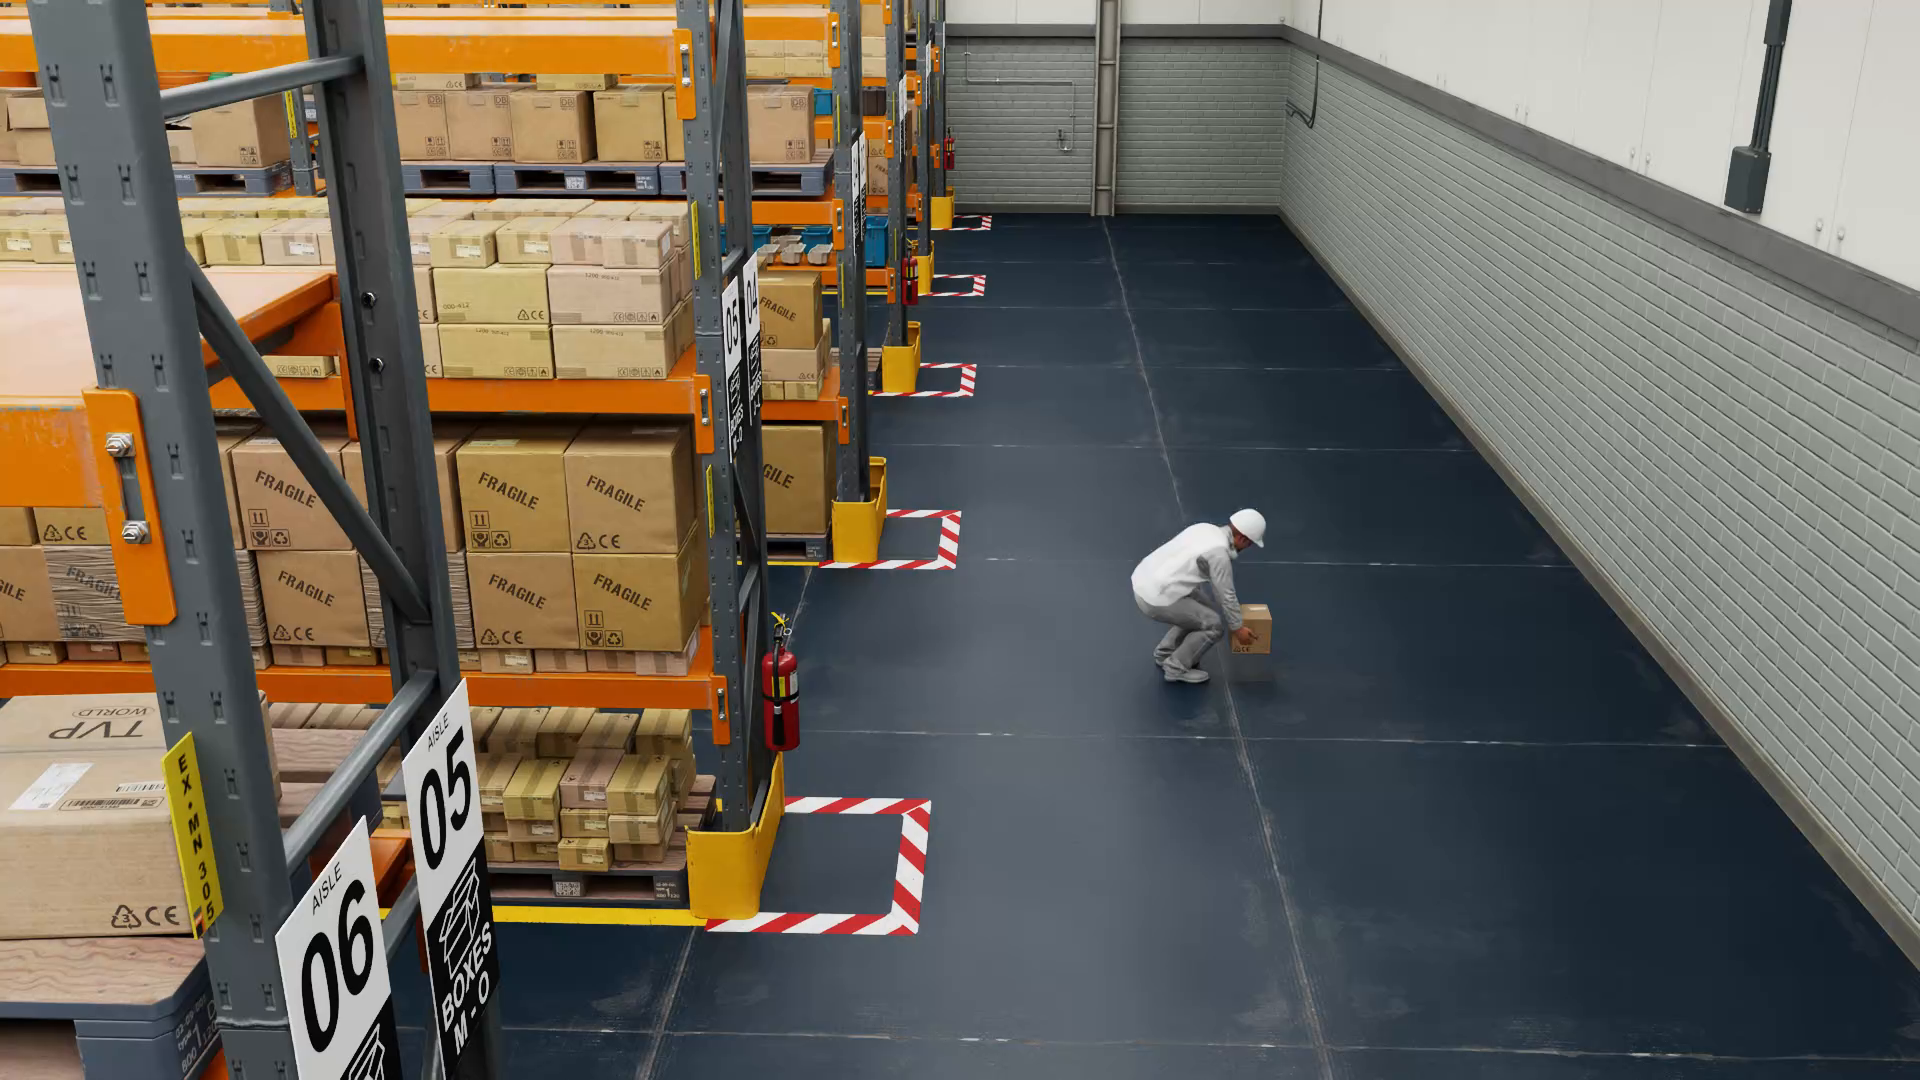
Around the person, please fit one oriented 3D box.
[{"bbox_3d":[1.567,0.340,11.031,0.862,1.147,0.560,1,21,2],"label":"person"}]
